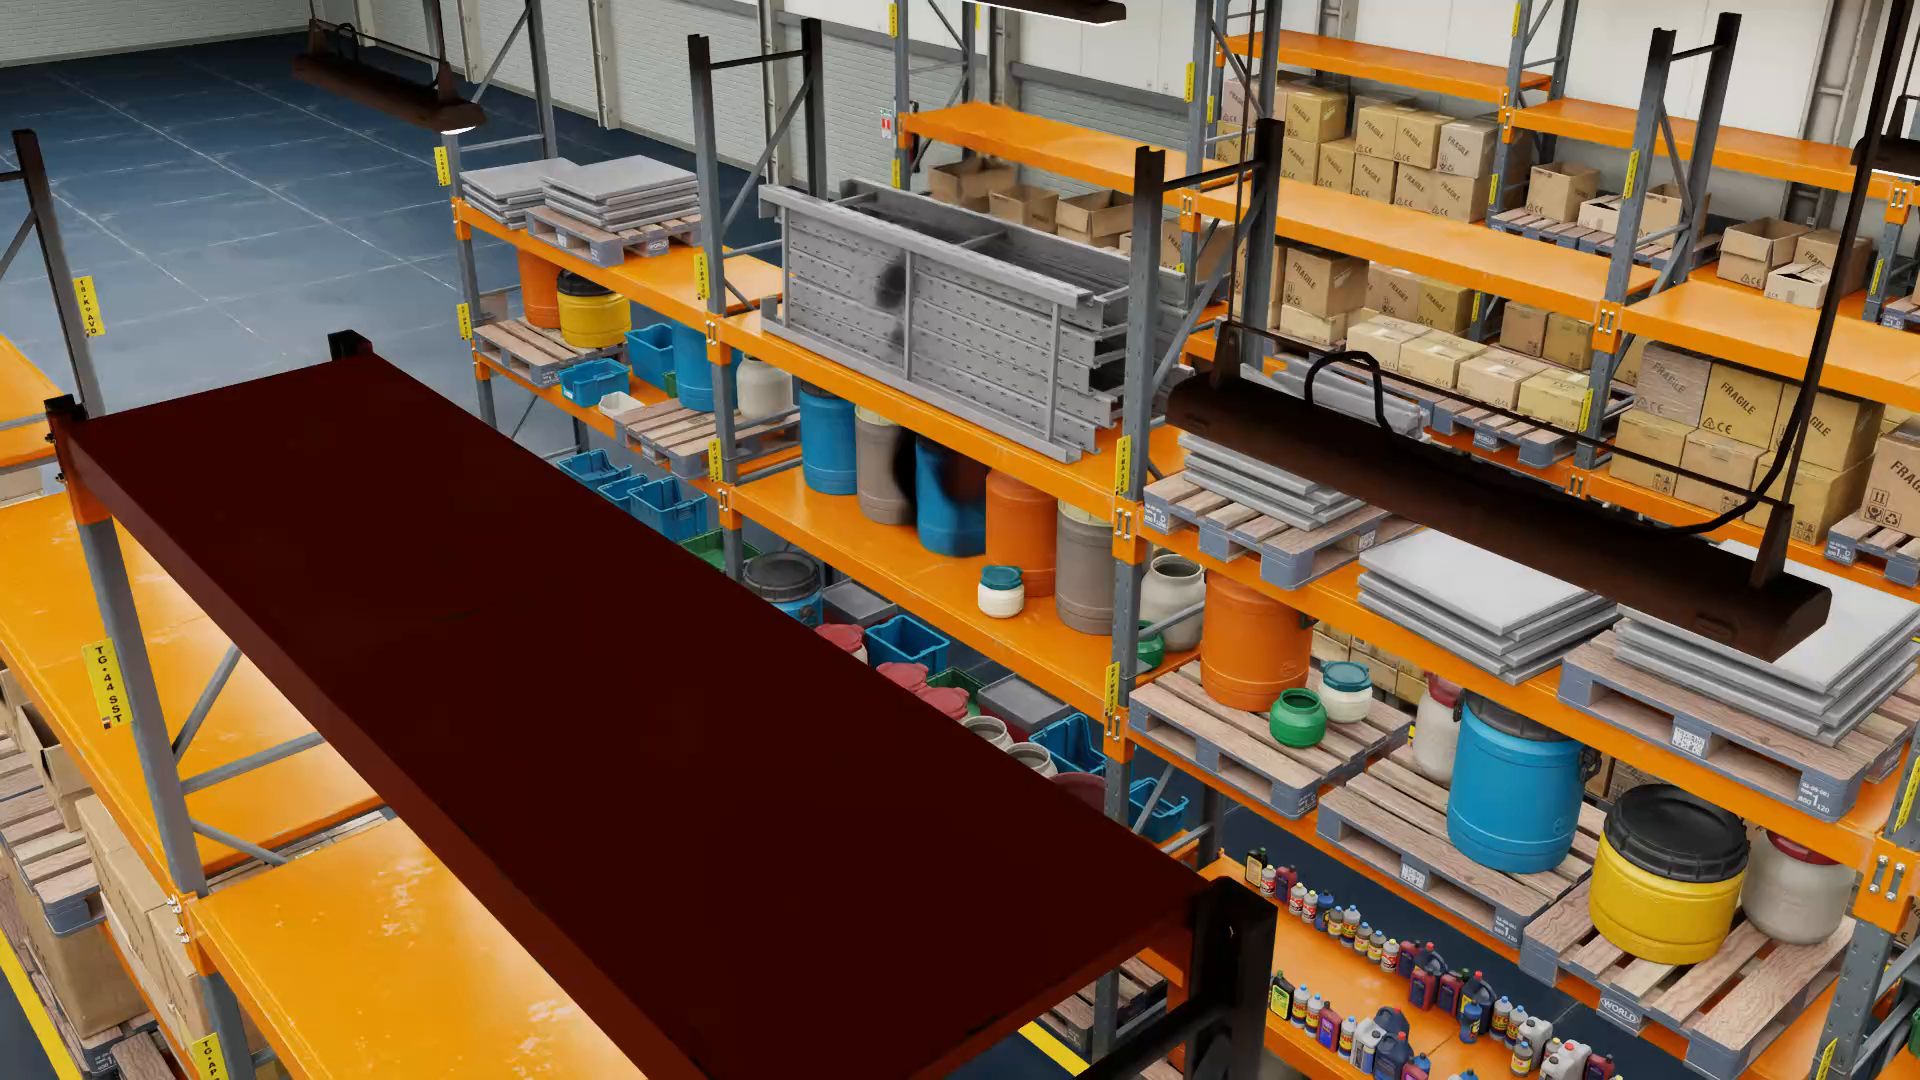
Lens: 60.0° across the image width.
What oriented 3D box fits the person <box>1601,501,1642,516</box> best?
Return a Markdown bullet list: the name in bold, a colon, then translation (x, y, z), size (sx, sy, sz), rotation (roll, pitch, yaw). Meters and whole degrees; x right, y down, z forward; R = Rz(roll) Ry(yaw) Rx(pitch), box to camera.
- **person**: translation (6.180, 0.053, 15.558), size (0.677, 1.749, 0.687), rotation (21, 34, 35)
